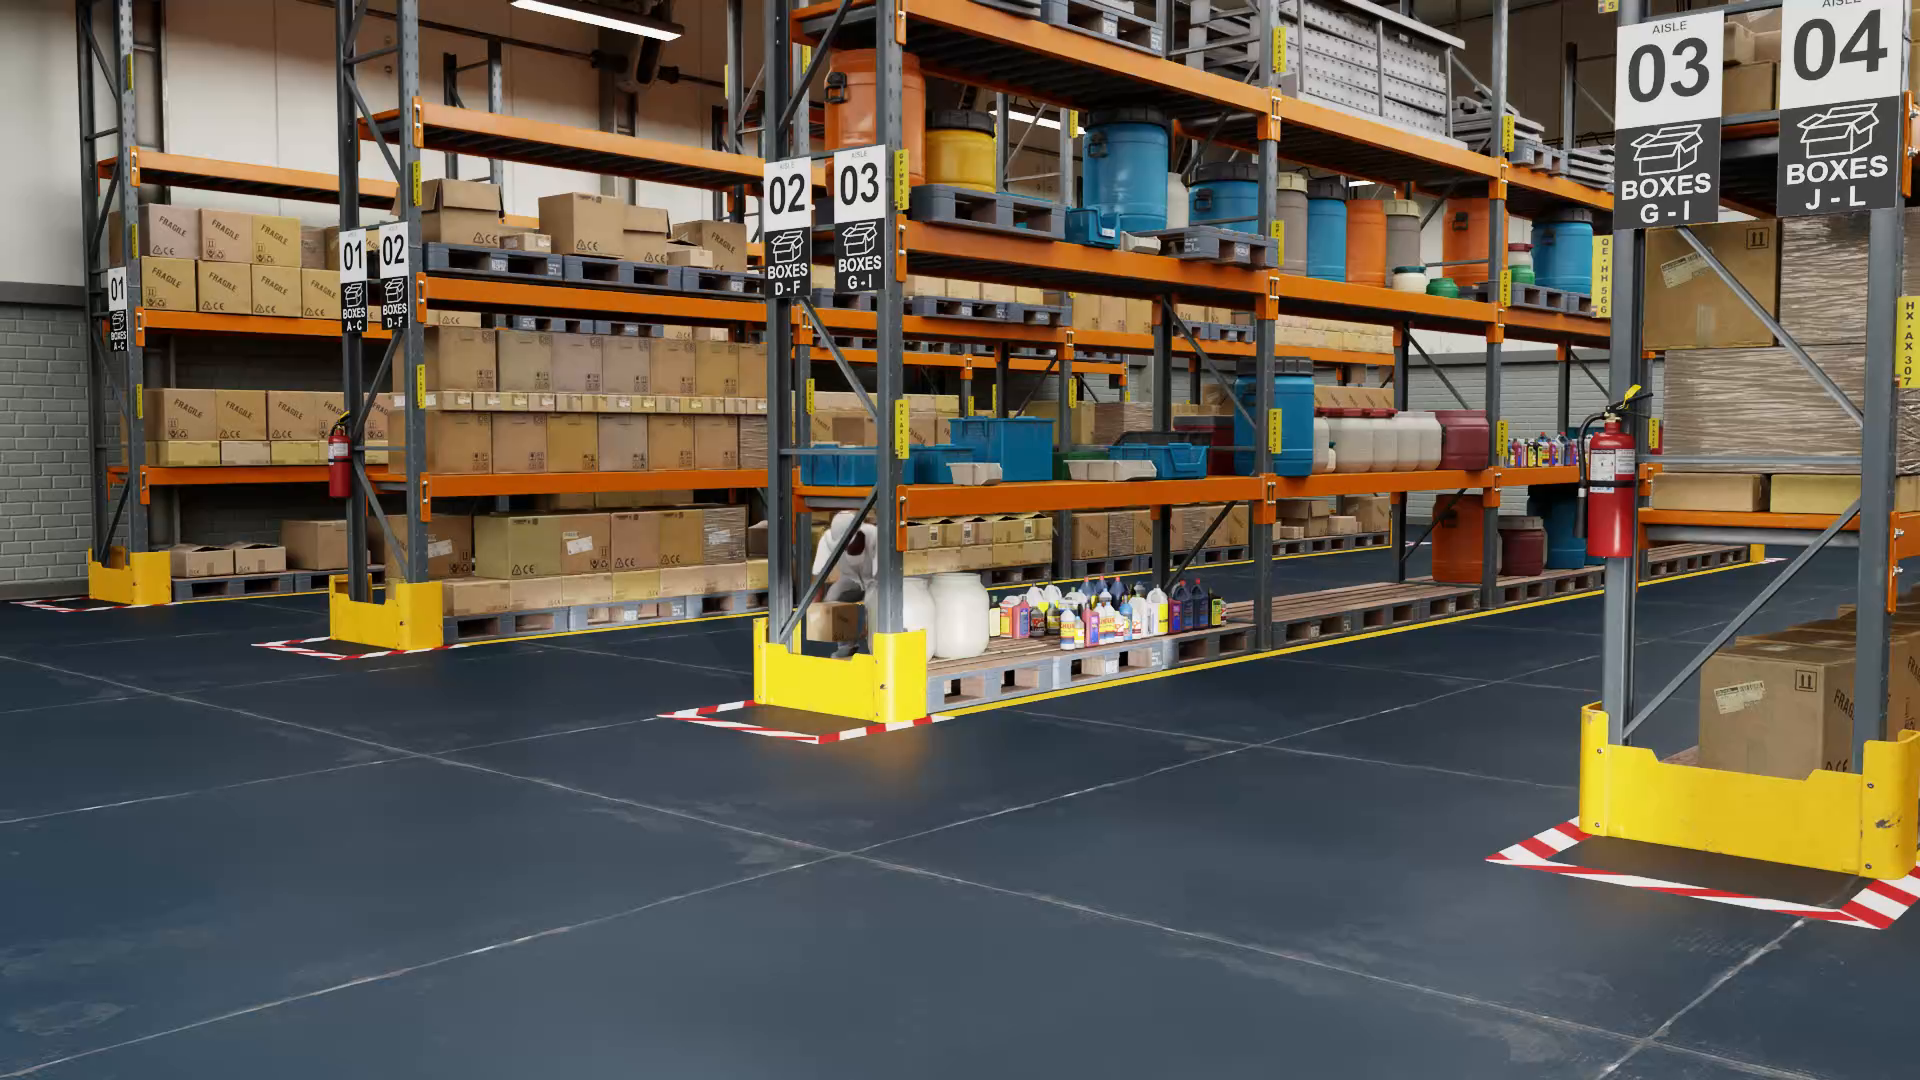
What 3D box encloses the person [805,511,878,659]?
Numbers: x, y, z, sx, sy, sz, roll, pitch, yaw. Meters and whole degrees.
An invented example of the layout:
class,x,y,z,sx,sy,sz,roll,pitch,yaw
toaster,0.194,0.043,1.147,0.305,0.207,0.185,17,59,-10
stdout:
class,x,y,z,sx,sy,sz,roll,pitch,yaw
person,-0.695,0.325,11.792,0.598,1.091,0.862,1,4,22
